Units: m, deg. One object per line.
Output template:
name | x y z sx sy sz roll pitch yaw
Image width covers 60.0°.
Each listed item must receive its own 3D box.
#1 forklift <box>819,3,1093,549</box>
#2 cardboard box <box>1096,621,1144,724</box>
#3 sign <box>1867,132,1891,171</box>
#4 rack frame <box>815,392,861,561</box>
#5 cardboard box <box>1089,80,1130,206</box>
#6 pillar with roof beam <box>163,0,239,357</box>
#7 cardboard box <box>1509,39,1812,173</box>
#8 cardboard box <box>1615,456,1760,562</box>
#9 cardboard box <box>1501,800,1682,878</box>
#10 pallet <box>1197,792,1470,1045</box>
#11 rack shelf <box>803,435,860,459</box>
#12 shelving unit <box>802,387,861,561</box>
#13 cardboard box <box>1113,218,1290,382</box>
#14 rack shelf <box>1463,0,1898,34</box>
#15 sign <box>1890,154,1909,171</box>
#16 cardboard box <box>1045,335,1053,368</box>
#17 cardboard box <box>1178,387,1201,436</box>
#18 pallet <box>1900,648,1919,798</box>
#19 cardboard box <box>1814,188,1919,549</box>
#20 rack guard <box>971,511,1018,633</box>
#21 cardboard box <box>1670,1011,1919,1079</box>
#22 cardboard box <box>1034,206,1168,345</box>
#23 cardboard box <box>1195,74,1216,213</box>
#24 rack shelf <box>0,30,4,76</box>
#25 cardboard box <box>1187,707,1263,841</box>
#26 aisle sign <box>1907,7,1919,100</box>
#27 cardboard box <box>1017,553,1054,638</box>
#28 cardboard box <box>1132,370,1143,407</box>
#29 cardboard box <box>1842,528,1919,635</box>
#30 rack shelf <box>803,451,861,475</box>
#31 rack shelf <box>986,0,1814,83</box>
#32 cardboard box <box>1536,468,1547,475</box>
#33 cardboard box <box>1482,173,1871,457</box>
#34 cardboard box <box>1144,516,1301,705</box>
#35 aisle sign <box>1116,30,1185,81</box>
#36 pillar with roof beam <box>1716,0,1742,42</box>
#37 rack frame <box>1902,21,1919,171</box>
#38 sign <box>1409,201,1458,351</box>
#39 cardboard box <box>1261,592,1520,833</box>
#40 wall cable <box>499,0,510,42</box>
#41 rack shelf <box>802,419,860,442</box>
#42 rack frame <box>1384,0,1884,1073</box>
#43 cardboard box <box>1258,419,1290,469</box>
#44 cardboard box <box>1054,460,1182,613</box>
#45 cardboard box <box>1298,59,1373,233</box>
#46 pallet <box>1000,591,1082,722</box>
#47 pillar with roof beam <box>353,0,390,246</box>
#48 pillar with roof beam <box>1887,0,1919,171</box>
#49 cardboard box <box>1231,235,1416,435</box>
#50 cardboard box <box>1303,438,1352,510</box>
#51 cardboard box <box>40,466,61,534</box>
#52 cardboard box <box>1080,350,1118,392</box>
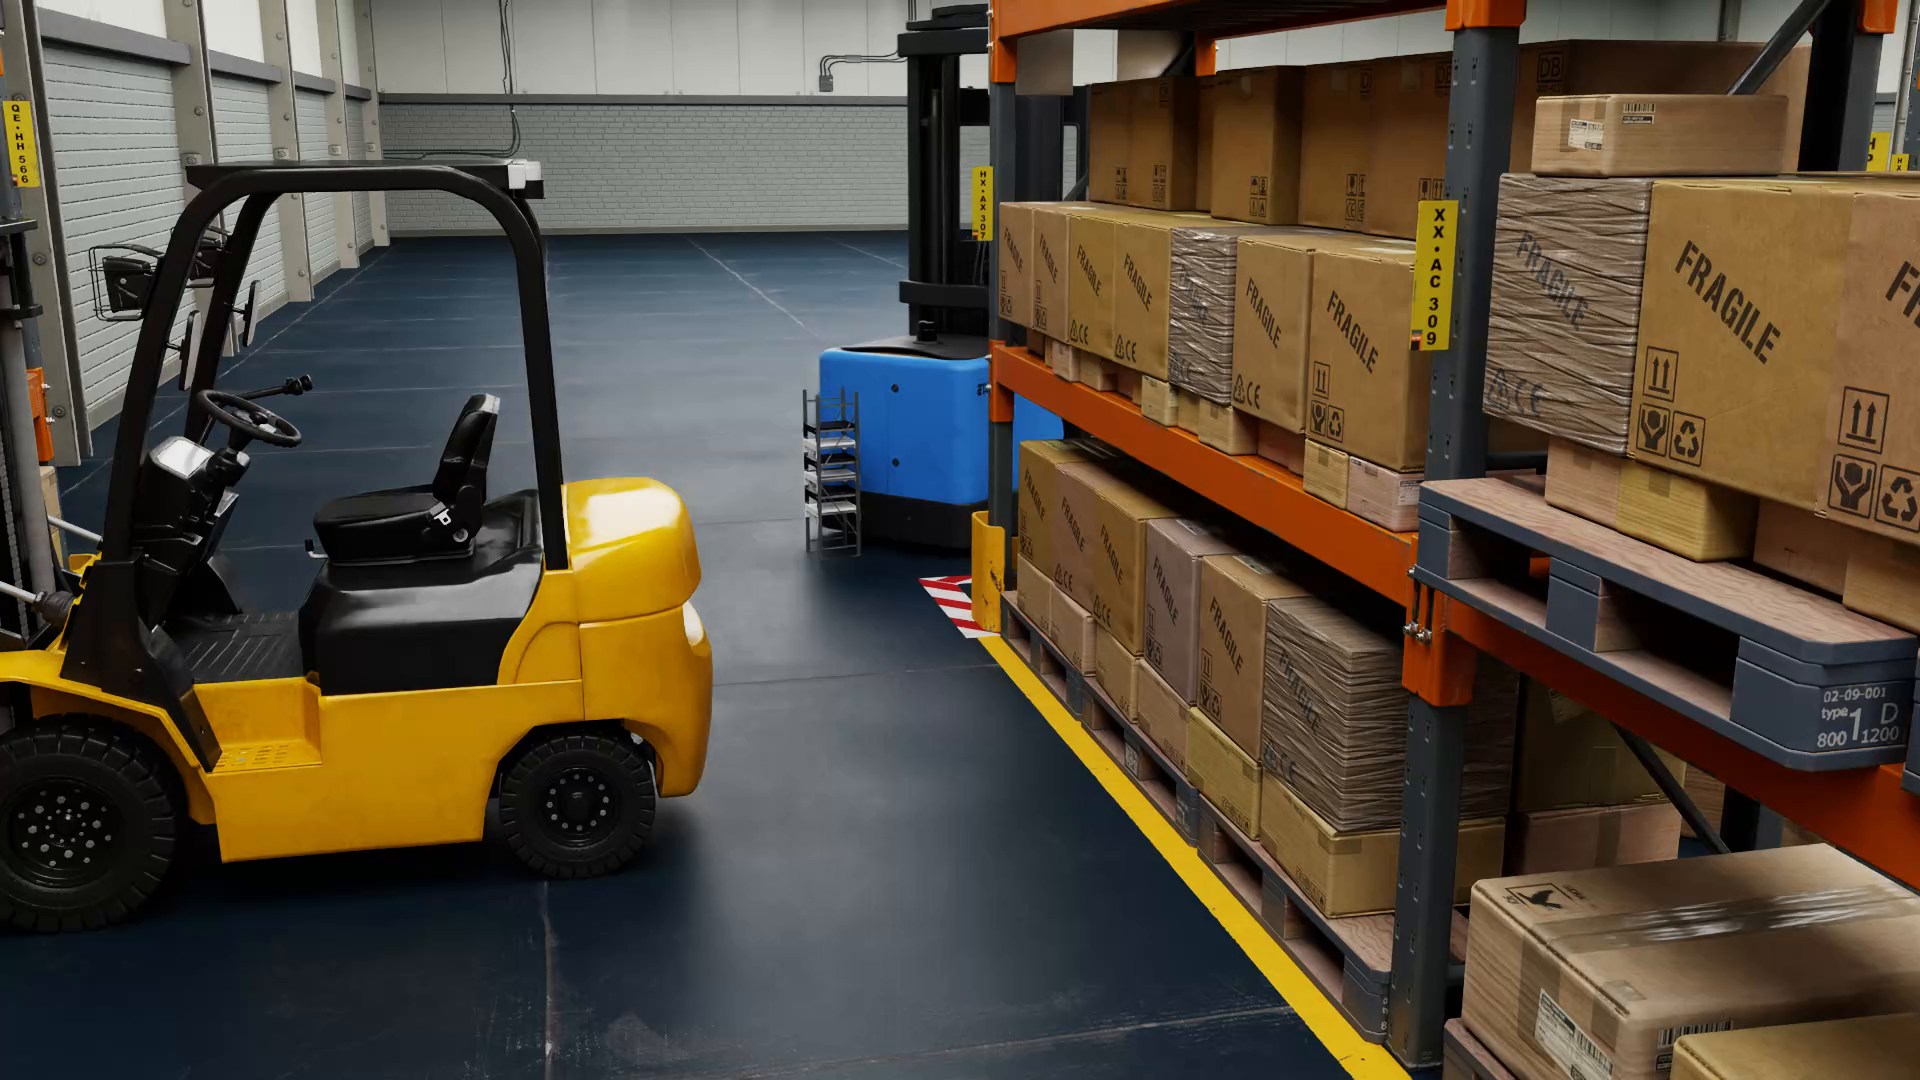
forklift | 0.429 -1.666 10.071 1.130 2.935 3.031 9 16 32
cardboard box | 0.806 0.462 6.126 0.500 0.250 0.500 -2 14 -9
sign | 2.110 -0.786 3.886 0.100 0.325 0.005 -3 14 -13
rack frame | -0.651 -0.338 8.916 0.240 0.900 0.006 -6 15 -24
cardboard box | 0.964 -1.688 7.072 0.700 0.500 0.500 -4 14 -15
pillar with roof beam | -3.538 -6.549 17.273 9.100 9.000 0.400 -3 14 -13
cardboard box | 1.679 -0.985 4.193 0.700 0.500 0.500 -3 14 -14
cardboard box | 1.444 -0.071 3.042 0.380 0.149 0.250 -3 14 -12
cardboard box | 1.695 0.788 4.789 0.500 0.250 0.500 -4 14 -16
pallet | 1.379 1.009 4.851 1.003 0.211 1.213 -3 14 -13
rack shelf | -0.694 -0.503 8.971 0.258 0.077 0.200 -6 15 -24
shelving unit | -0.694 -0.360 9.006 0.258 0.900 0.210 -6 15 -24
cardboard box | 0.847 -0.830 5.665 0.500 0.500 0.500 -4 14 -14
rack shelf | 2.041 -0.839 1.735 1.077 0.370 4.000 -3 14 -13
sign | 4.879 -1.844 8.662 0.100 0.325 0.005 -3 14 -13
cardboard box | 0.567 -0.780 6.828 0.380 0.149 0.250 -4 14 -15
cardboard box | 0.927 -0.422 5.364 0.380 0.149 0.250 -4 14 -14
pallet | 2.006 0.369 1.999 1.003 0.211 1.213 -3 14 -13
cardboard box | 1.624 -0.235 2.346 0.500 0.500 0.500 -3 14 -14
rack guard | 0.650 0.117 7.896 1.175 0.500 0.348 -3 14 -13
cardboard box | 1.869 1.167 2.983 0.950 0.372 0.625 -2 14 -10
cardboard box | 0.598 -1.064 6.625 0.500 0.500 0.500 -3 14 -11
cardboard box | 1.296 -1.459 6.135 0.700 0.500 0.500 -3 14 -14
rack shelf | -3.722 -1.484 4.376 1.077 0.370 4.000 -3 14 -13
cardboard box | 1.037 0.696 5.168 0.500 0.250 0.500 -4 14 -15
aisle sign | 5.112 -2.677 8.585 0.394 0.787 0.004 -3 14 -13
cardboard box | 0.553 0.218 7.122 0.500 0.250 0.500 -3 14 -14
cardboard box | 0.829 -0.541 5.850 0.380 0.149 0.250 -4 14 -15
cardboard box | 1.605 0.052 2.539 0.380 0.149 0.250 -3 14 -12
rack shelf | -0.694 -0.415 8.992 0.258 0.077 0.200 -6 15 -24
rack shelf | 1.102 -1.761 5.512 1.077 0.370 4.000 -3 14 -13
cardboard box | 1.700 -0.216 4.521 0.380 0.149 0.250 -3 14 -12
cardboard box | 1.403 -0.465 3.289 0.500 0.500 0.500 -3 14 -12
cardboard box | 0.930 0.219 5.540 0.500 0.500 0.500 -3 14 -10
aisle sign | 0.899 -2.408 7.487 0.394 0.787 0.004 -3 14 -13
pillar with roof beam | 14.484 -11.978 39.492 9.100 9.000 0.400 -3 14 -13
rack frame | 5.420 -1.414 8.895 1.000 3.000 0.127 -3 14 -13
sign | 1.046 -0.581 3.660 0.100 0.325 0.005 -3 14 -13
cardboard box | 1.172 0.454 4.579 0.500 0.500 0.500 -3 14 -14
wall cable | -8.727 -12.311 36.757 3.097 2.526 0.112 -3 14 -13
rack shelf | -0.694 -0.590 8.949 0.258 0.077 0.200 -6 15 -24
rack frame | 1.572 -0.192 3.894 1.000 3.000 0.127 -3 14 -13
cardboard box | 1.104 -0.307 4.894 0.380 0.149 0.250 -3 14 -14
cardboard box | 0.686 -0.020 6.518 0.500 0.500 0.500 -4 14 -15
cardboard box | 1.489 -1.221 5.160 0.700 0.500 0.500 -4 14 -14
pallet | 0.806 0.446 7.155 1.003 0.211 1.213 -3 14 -13
pillar with roof beam | -7.766 -10.702 34.270 9.100 9.000 0.400 -3 14 -13
pillar with roof beam | 15.893 -10.593 33.826 9.100 9.000 0.400 -3 14 -13
cardboard box | 1.098 -0.592 4.694 0.500 0.500 0.500 -3 14 -11
cardboard box | 1.134 -0.185 4.391 0.380 0.149 0.250 -3 14 -12
cardboard box | -3.781 -0.103 6.329 0.500 0.250 0.500 -3 14 -11
cardboard box | 0.676 -0.661 6.342 0.380 0.149 0.250 -3 14 -12
